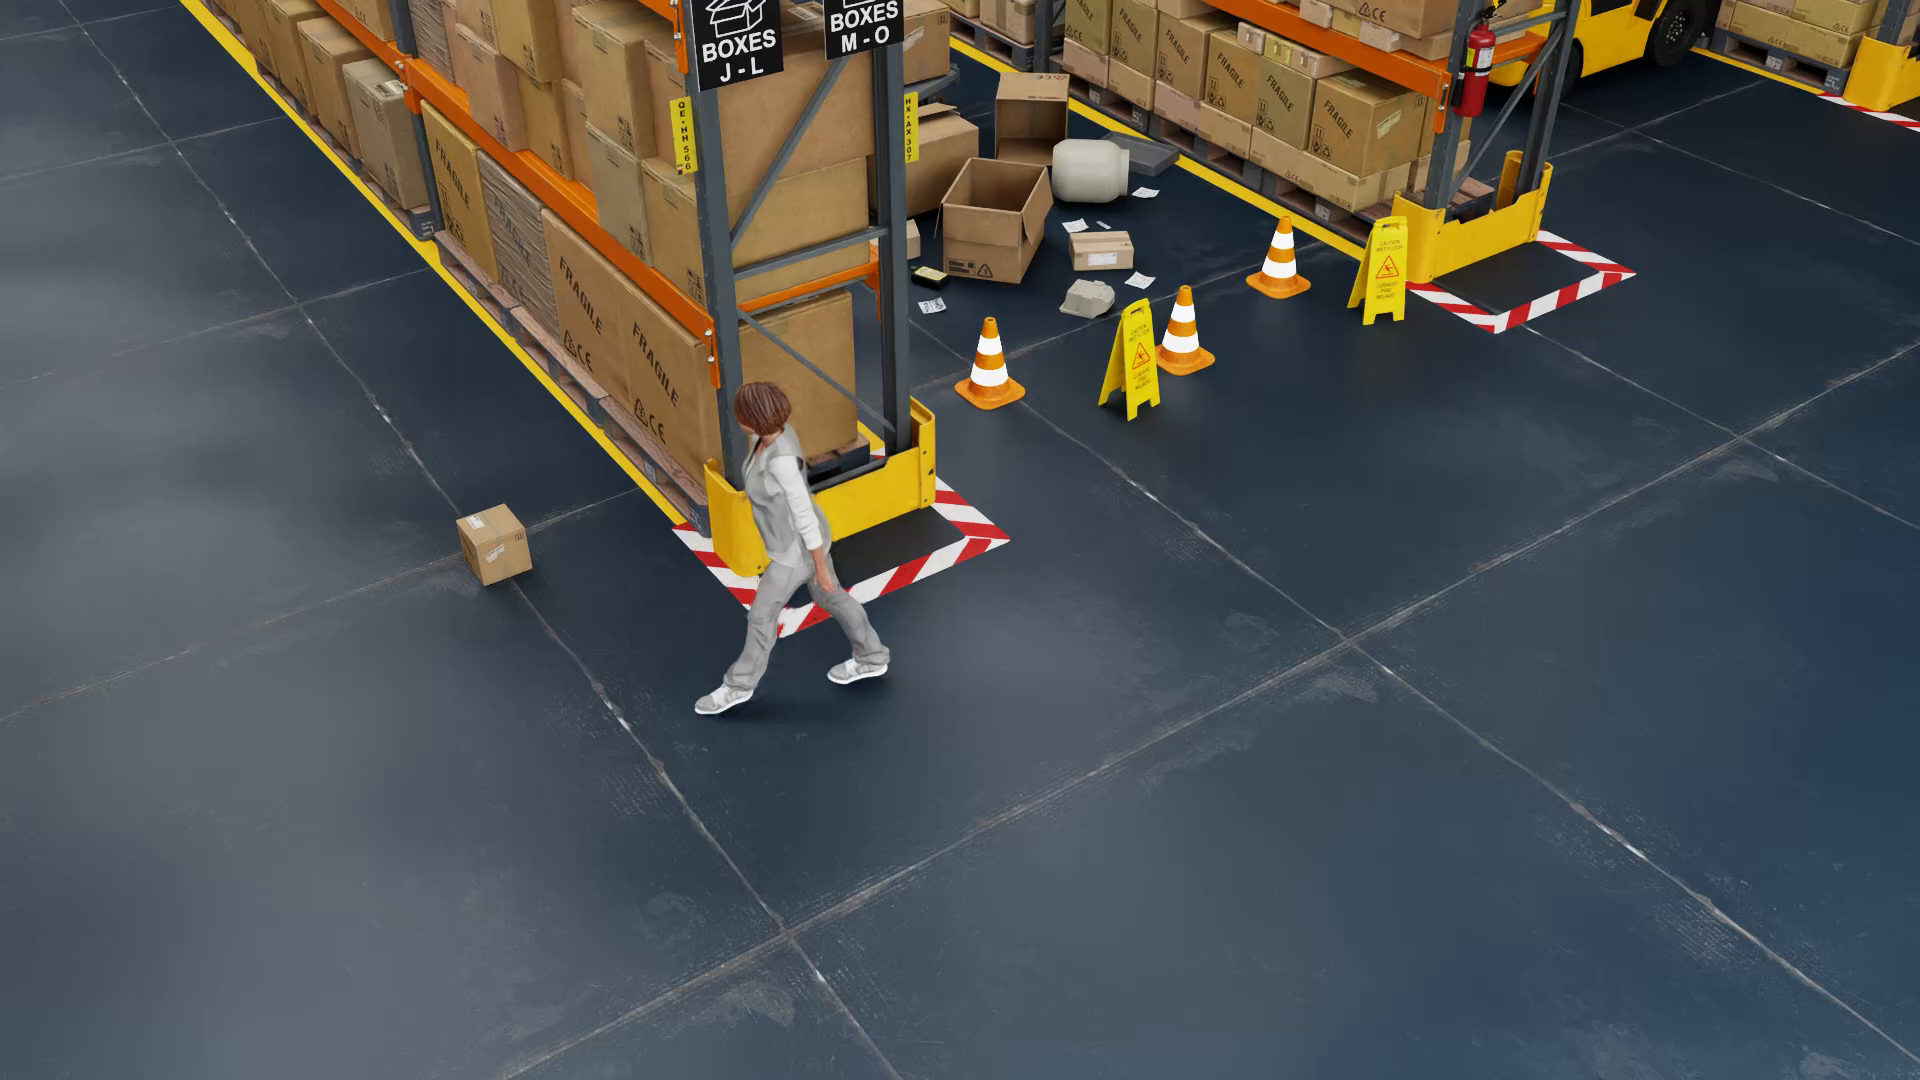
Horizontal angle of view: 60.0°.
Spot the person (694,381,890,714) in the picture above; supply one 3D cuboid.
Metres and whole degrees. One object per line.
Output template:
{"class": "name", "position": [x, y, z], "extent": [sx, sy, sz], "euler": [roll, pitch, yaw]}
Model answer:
{"class": "person", "position": [-0.743, 0.014, 6.976], "extent": [0.870, 1.545, 0.469], "euler": [-3, 37, -4]}
